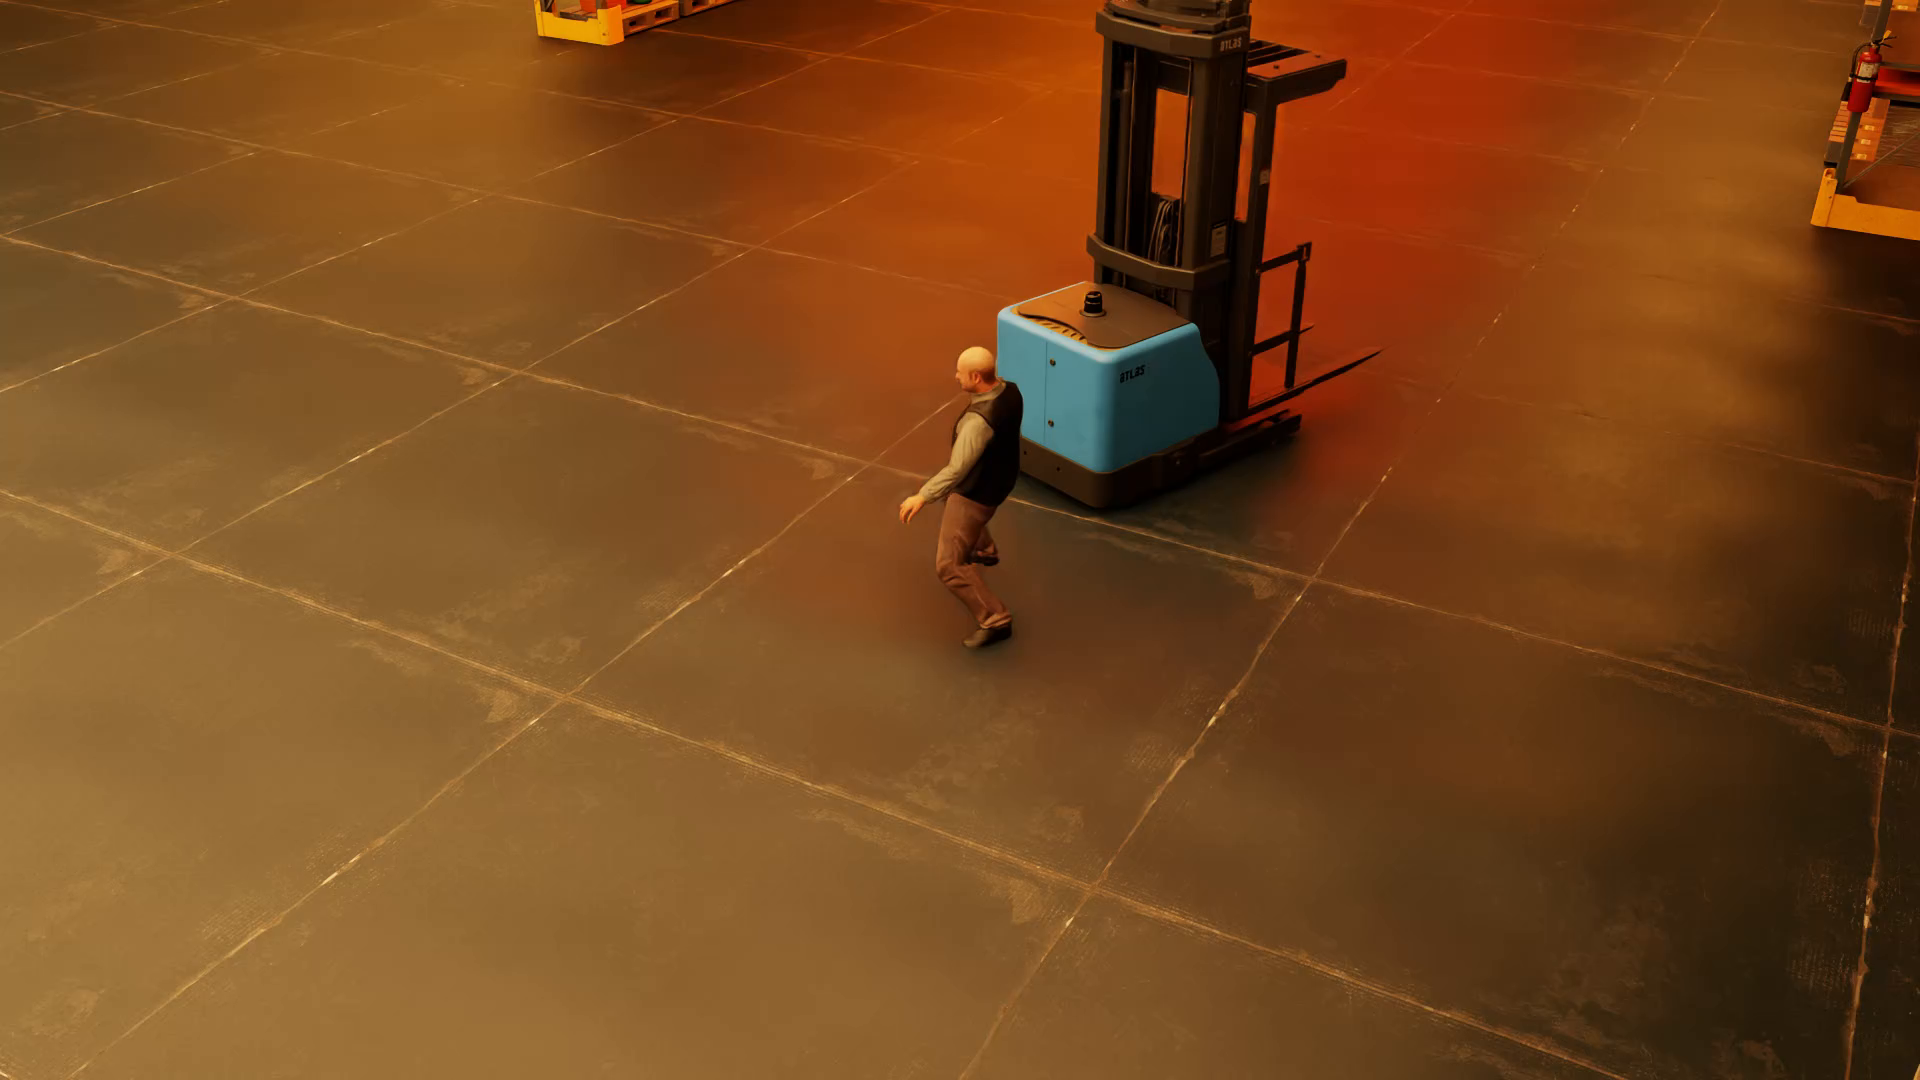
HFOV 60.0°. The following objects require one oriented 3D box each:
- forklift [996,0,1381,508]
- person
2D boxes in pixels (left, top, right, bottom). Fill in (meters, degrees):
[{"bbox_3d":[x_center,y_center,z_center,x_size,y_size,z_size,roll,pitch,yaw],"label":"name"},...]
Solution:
[{"bbox_3d":[1.661,-2.074,10.665,3.031,2.935,1.130,-23,37,-35],"label":"forklift"},{"bbox_3d":[0.060,-0.310,8.985,0.673,1.599,0.937,13,32,21],"label":"person"}]
